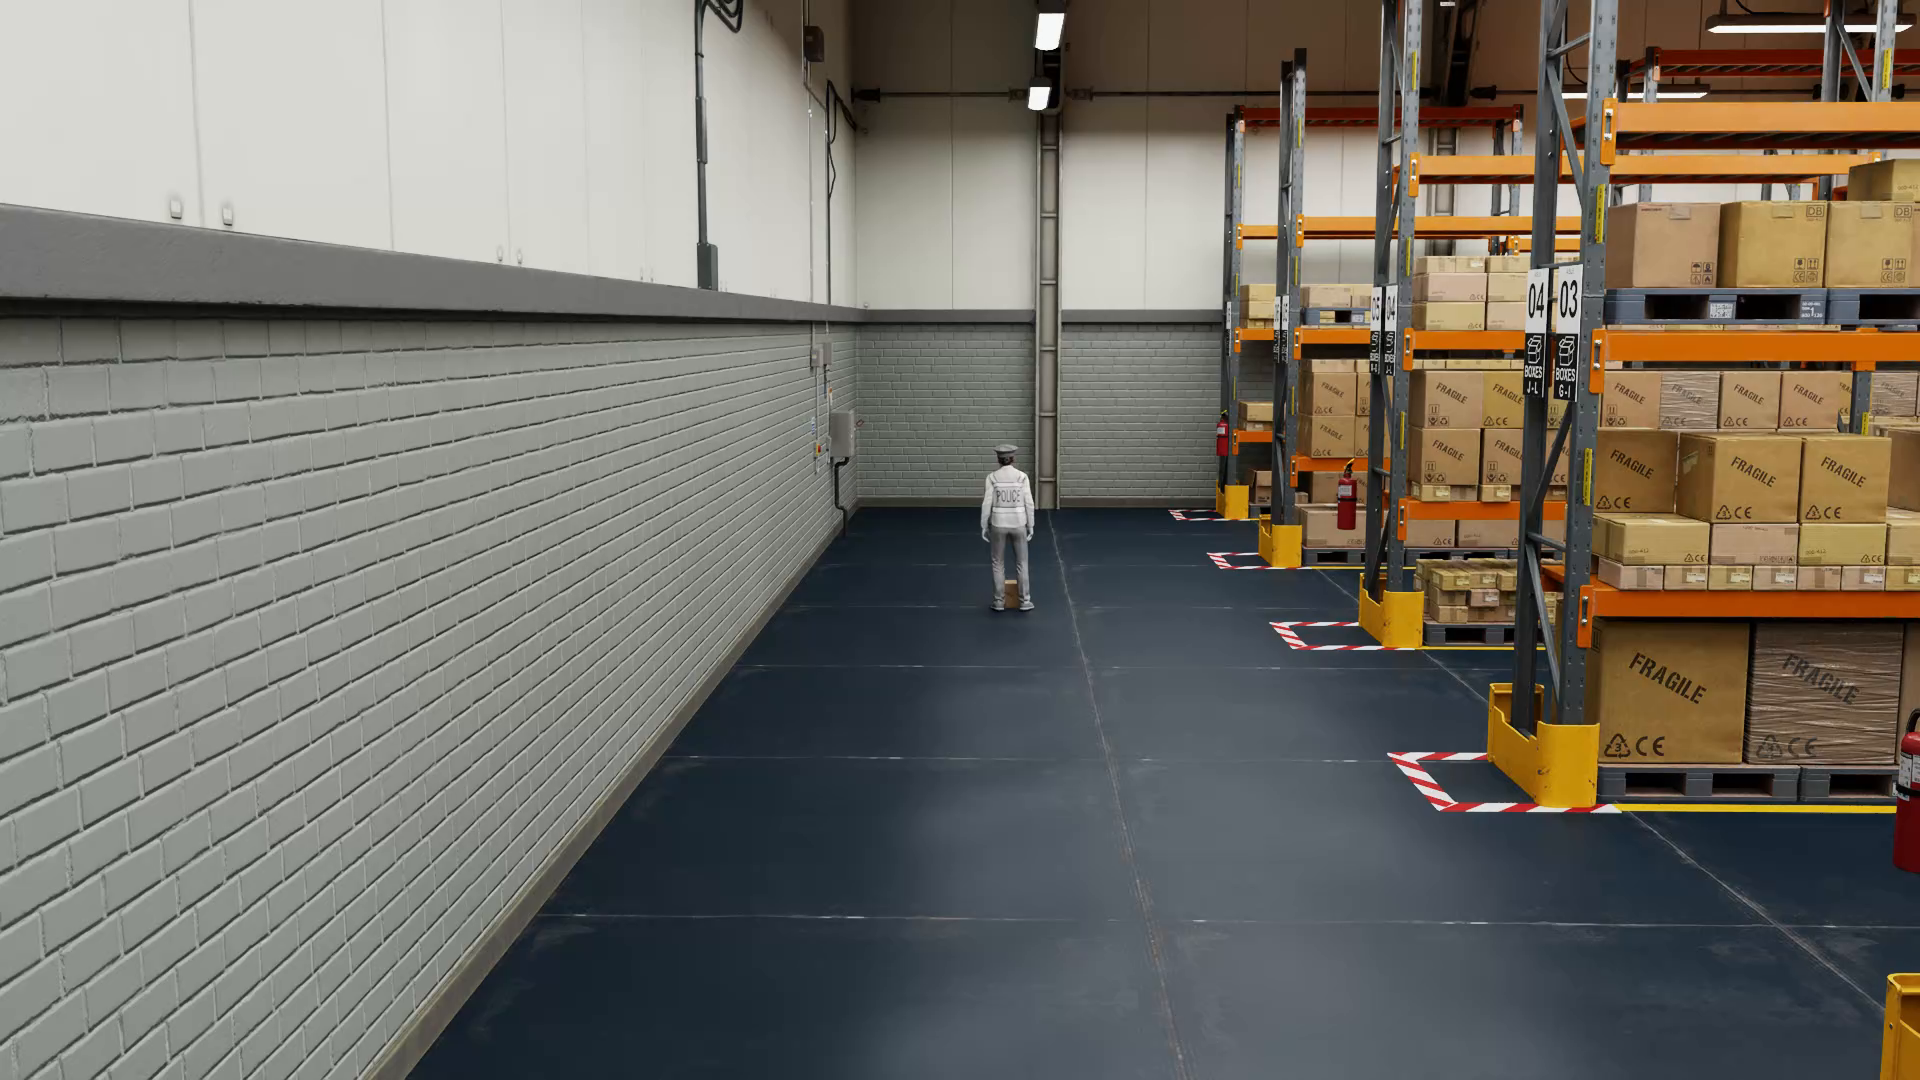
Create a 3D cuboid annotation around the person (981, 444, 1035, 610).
[{"bbox_3d":[0.482,-0.120,16.694,0.540,1.664,0.375,0,7,0],"label":"person"}]
